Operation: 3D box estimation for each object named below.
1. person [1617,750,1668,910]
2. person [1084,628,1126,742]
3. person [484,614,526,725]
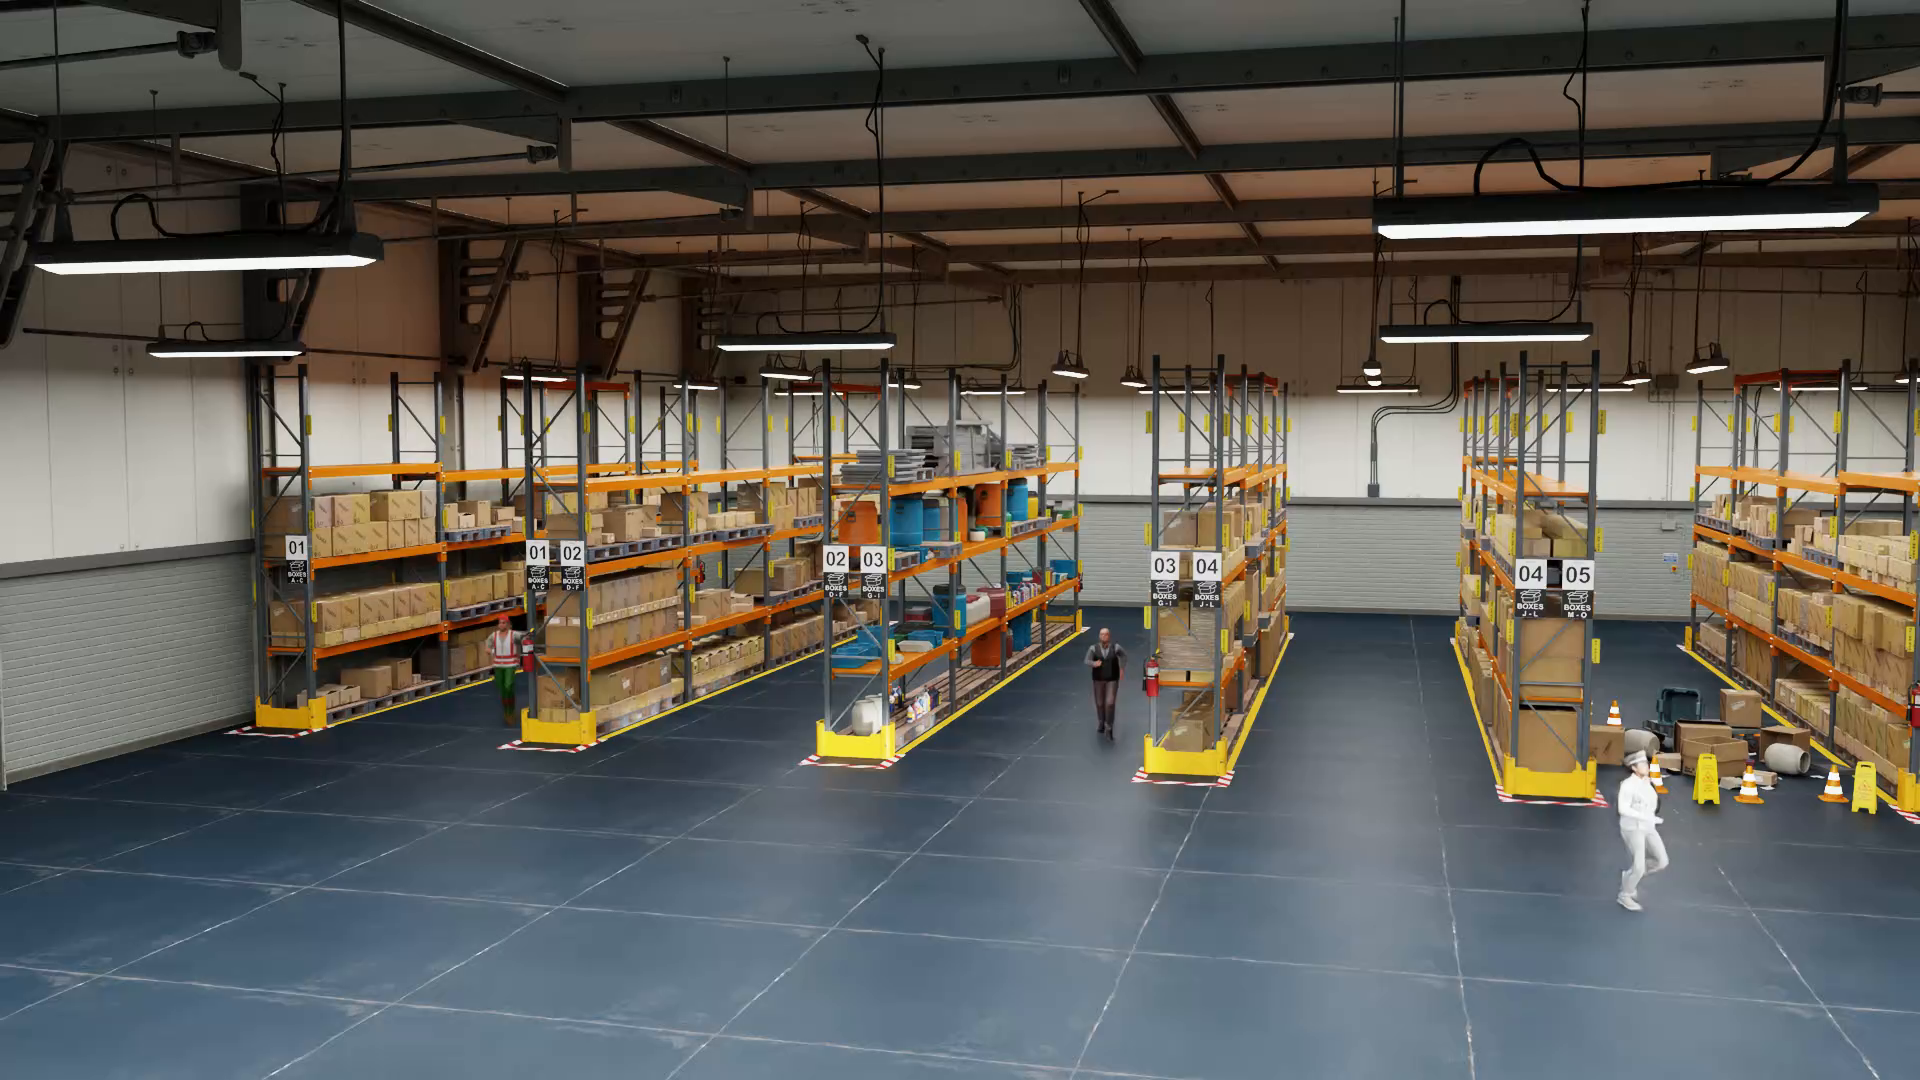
[{"bbox_3d":[7.035,2.987,17.134,0.668,1.668,0.526,-3,5,-37],"label":"person"},{"bbox_3d":[2.318,2.304,26.654,0.645,1.795,0.807,1,4,12],"label":"person"},{"bbox_3d":[-7.669,2.178,28.016,0.665,1.858,0.726,0,4,3],"label":"person"}]
